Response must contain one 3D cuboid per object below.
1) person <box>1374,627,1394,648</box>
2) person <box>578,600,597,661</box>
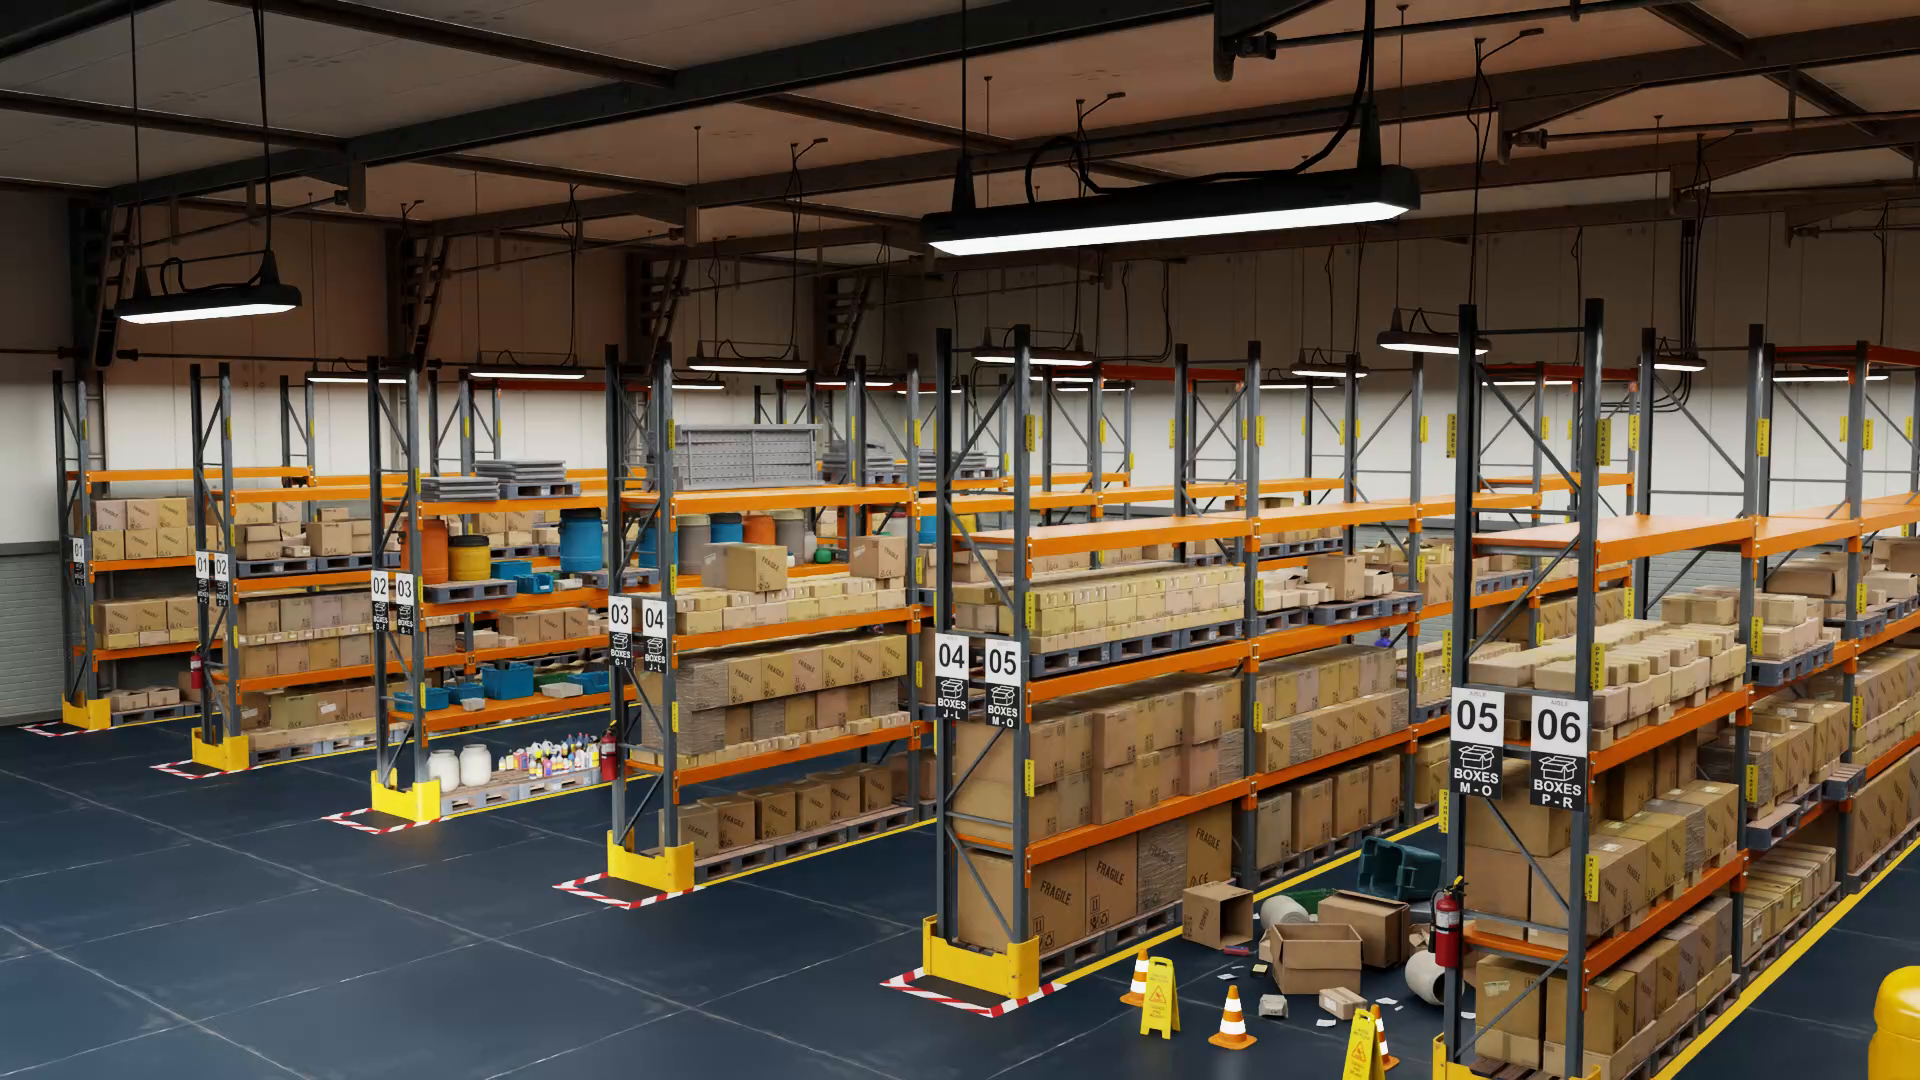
[{"bbox_3d":[7.296,2.286,28.338,0.422,1.659,0.578,-2,4,-22],"label":"person"},{"bbox_3d":[-7.493,1.932,33.044,0.537,1.658,1.015,2,5,24],"label":"person"}]
